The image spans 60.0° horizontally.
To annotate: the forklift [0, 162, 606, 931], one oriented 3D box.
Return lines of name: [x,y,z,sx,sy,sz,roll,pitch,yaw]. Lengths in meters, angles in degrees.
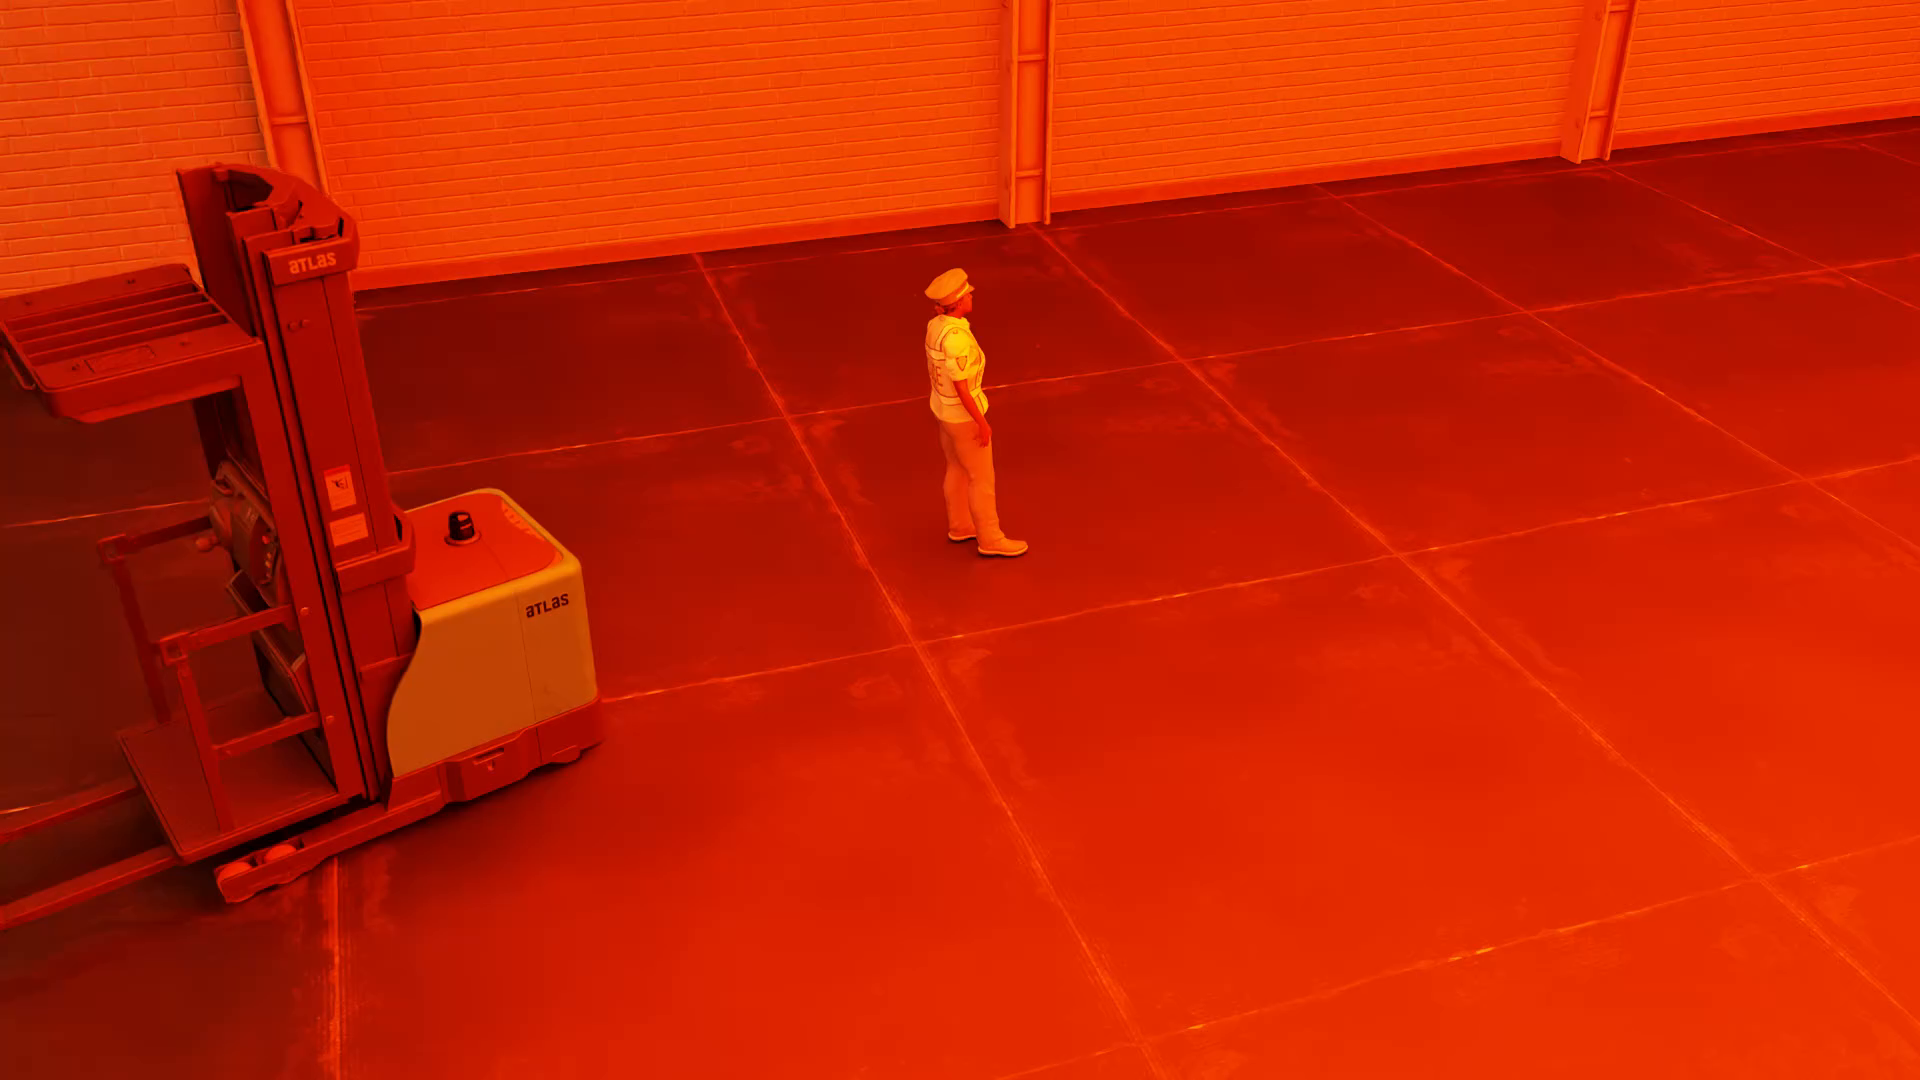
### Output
forklift: [-3.231,0.011,7.067,3.031,2.935,1.130,-21,36,-32]

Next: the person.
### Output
person: [0.078,-0.742,9.605,0.528,1.693,0.569,-10,31,-16]
